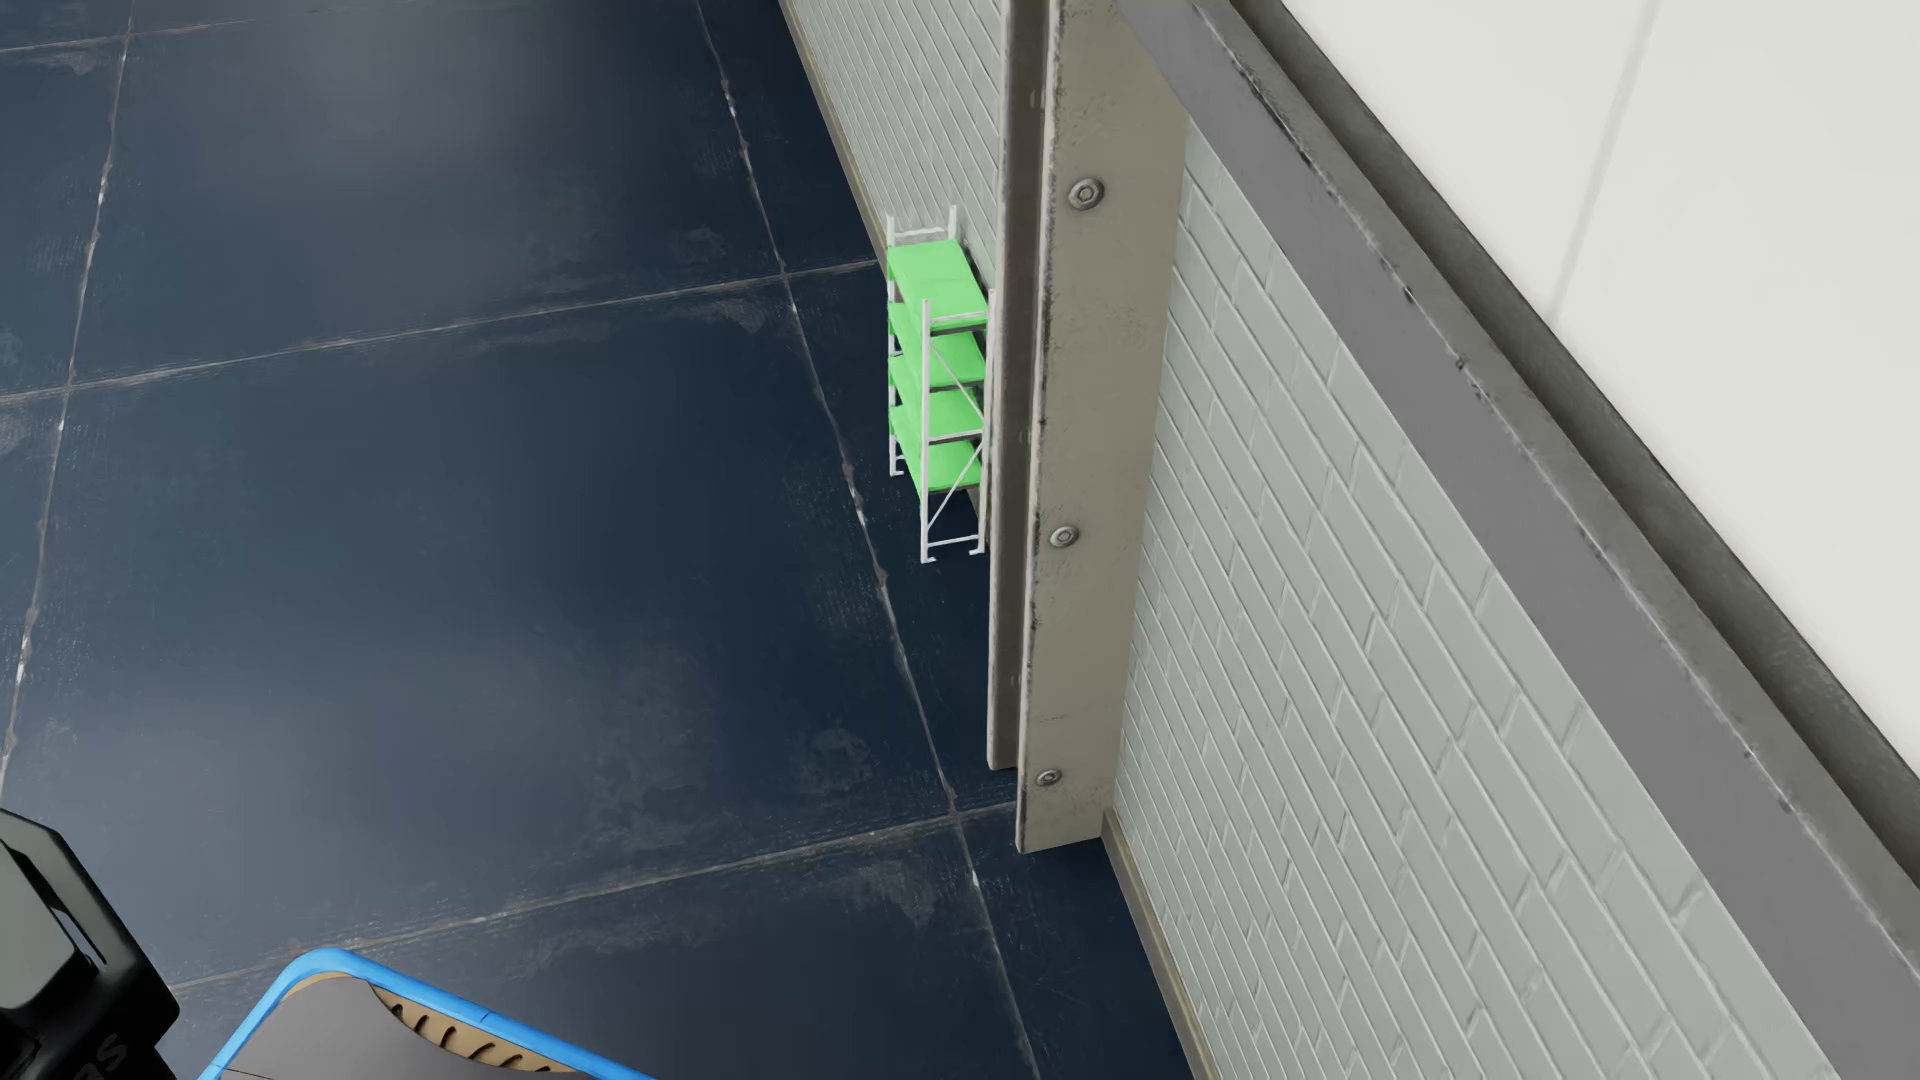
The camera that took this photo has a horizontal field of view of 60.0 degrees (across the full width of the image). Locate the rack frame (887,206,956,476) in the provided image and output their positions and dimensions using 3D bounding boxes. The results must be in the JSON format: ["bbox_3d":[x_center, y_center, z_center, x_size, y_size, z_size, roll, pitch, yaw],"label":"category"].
[{"bbox_3d":[-0.143,-0.697,6.088,0.240,1.200,0.015,-10,46,-12],"label":"rack frame"}]

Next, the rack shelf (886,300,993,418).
[{"bbox_3d":[-0.075,-0.653,5.799,0.258,0.148,0.480,-10,46,-12],"label":"rack shelf"}]

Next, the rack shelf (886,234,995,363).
[{"bbox_3d":[-0.069,-0.822,5.628,0.258,0.148,0.480,-10,46,-12],"label":"rack shelf"}]

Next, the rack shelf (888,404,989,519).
[{"bbox_3d":[-0.085,-0.315,6.140,0.258,0.148,0.480,-10,46,-12],"label":"rack shelf"}]

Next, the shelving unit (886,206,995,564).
[{"bbox_3d":[-0.079,-0.529,5.924,0.258,1.200,0.503,-10,46,-12],"label":"shelving unit"}]

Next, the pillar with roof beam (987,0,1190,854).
[{"bbox_3d":[-3.875,-1.530,1.449,9.100,9.000,0.400,-11,47,-10],"label":"pillar with roof beam"}]

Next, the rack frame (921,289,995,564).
[{"bbox_3d":[-0.014,-0.361,5.759,0.240,1.200,0.015,-10,46,-12],"label":"rack frame"}]

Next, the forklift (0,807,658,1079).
[{"bbox_3d":[-1.627,1.754,2.479,1.130,2.935,3.031,17,48,16],"label":"forklift"}]

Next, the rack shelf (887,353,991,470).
[{"bbox_3d":[-0.080,-0.484,5.969,0.258,0.148,0.480,-10,46,-12],"label":"rack shelf"}]
